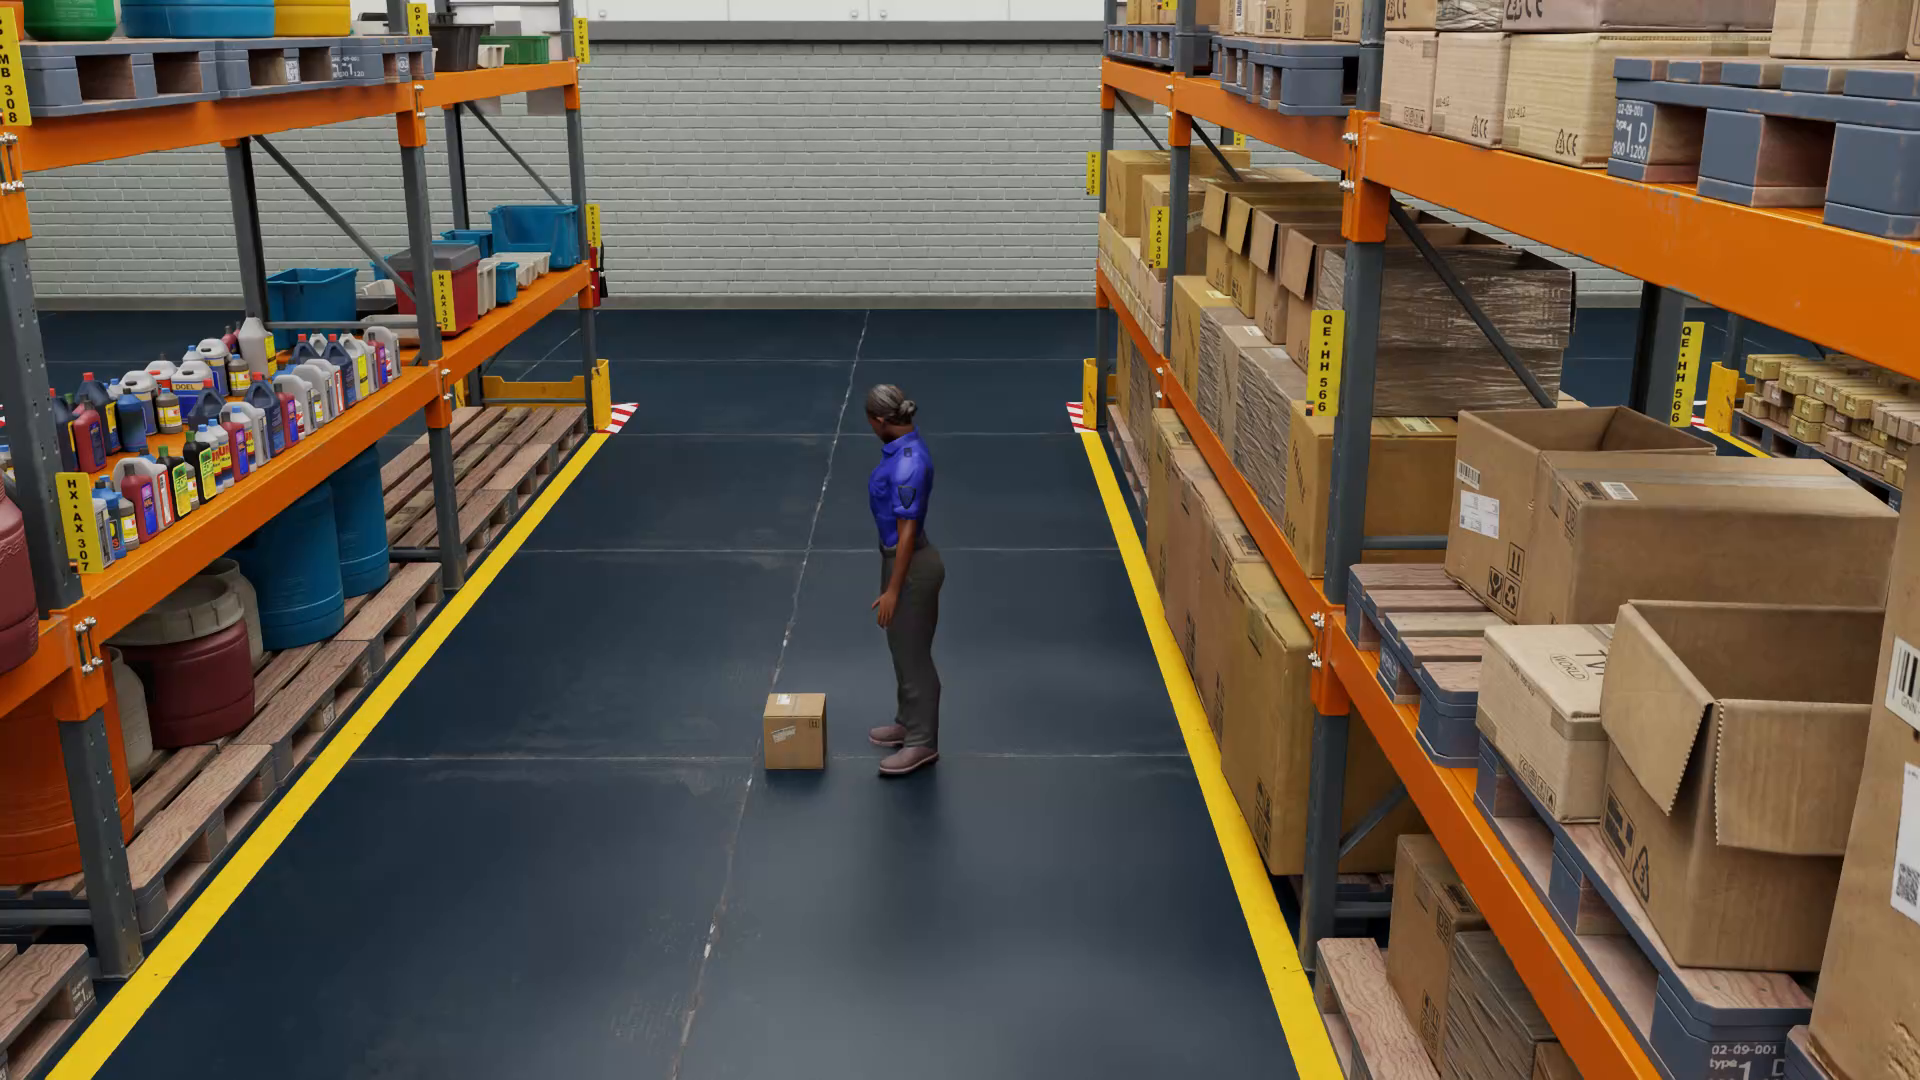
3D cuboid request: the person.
[{"bbox_3d":[-0.232,0.166,7.016,0.333,1.664,0.543,-2,17,-7],"label":"person"}]
